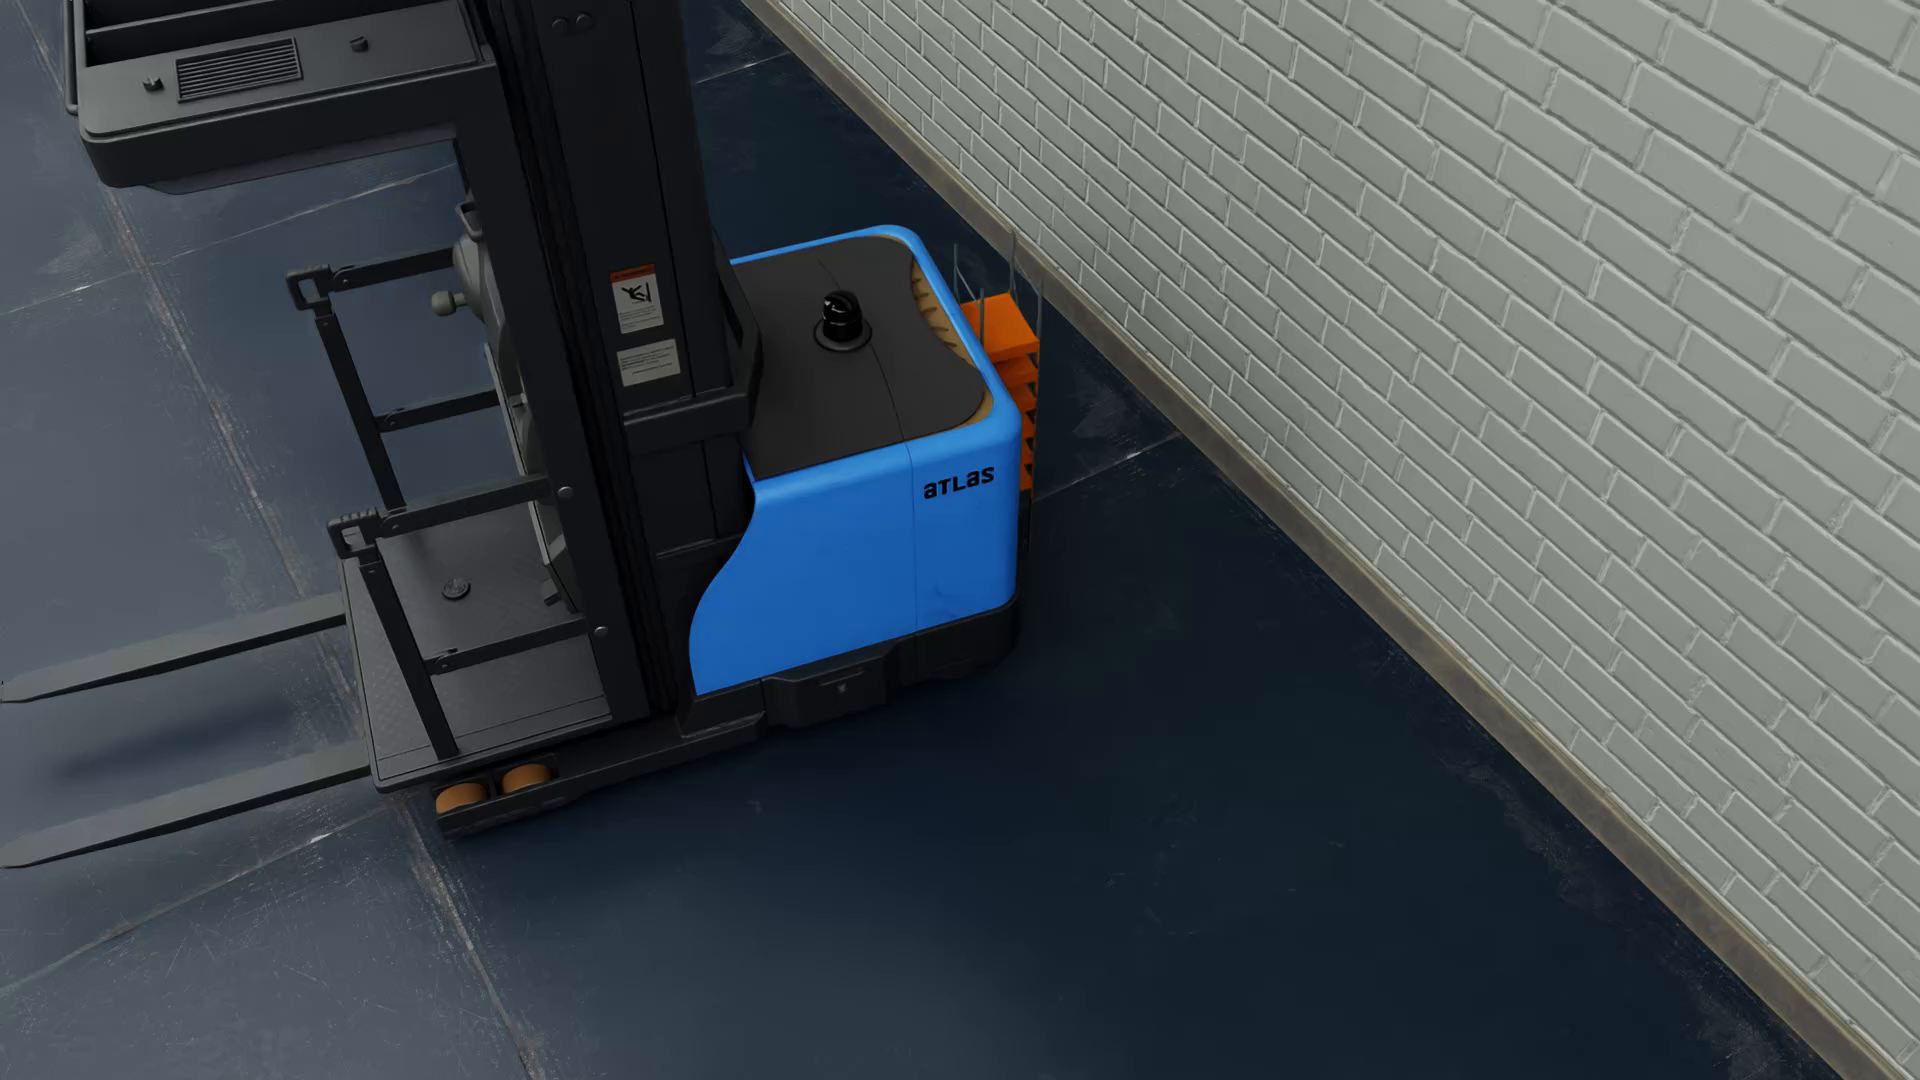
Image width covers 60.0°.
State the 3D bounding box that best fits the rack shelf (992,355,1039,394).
[{"bbox_3d":[0.112,-0.551,5.175,0.180,0.103,0.258,-16,50,-14],"label":"rack shelf"}]

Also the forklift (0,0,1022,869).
[{"bbox_3d":[-1.383,-0.544,4.272,3.031,2.935,1.130,-16,50,-14],"label":"forklift"}]

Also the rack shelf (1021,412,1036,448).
[{"bbox_3d":[0.112,-0.391,5.355,0.180,0.103,0.258,-16,50,-14],"label":"rack shelf"}]

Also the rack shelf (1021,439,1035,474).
[{"bbox_3d":[0.112,-0.311,5.444,0.180,0.103,0.258,-16,50,-14],"label":"rack shelf"}]

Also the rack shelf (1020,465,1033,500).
[{"bbox_3d":[0.112,-0.232,5.534,0.180,0.103,0.258,-16,50,-14],"label":"rack shelf"}]

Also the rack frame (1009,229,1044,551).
[{"bbox_3d":[0.198,-0.445,5.343,0.006,1.200,0.240,-16,50,-14],"label":"rack frame"}]

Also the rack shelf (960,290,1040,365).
[{"bbox_3d":[0.112,-0.631,5.086,0.180,0.103,0.258,-16,50,-14],"label":"rack shelf"}]

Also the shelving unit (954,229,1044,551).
[{"bbox_3d":[0.112,-0.421,5.321,0.189,1.200,0.258,-16,50,-14],"label":"shelving unit"}]

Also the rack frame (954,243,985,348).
[{"bbox_3d":[0.026,-0.397,5.300,0.006,1.200,0.240,-16,50,-14],"label":"rack frame"}]

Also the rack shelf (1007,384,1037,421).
[{"bbox_3d":[0.112,-0.471,5.265,0.180,0.103,0.258,-16,50,-14],"label":"rack shelf"}]
